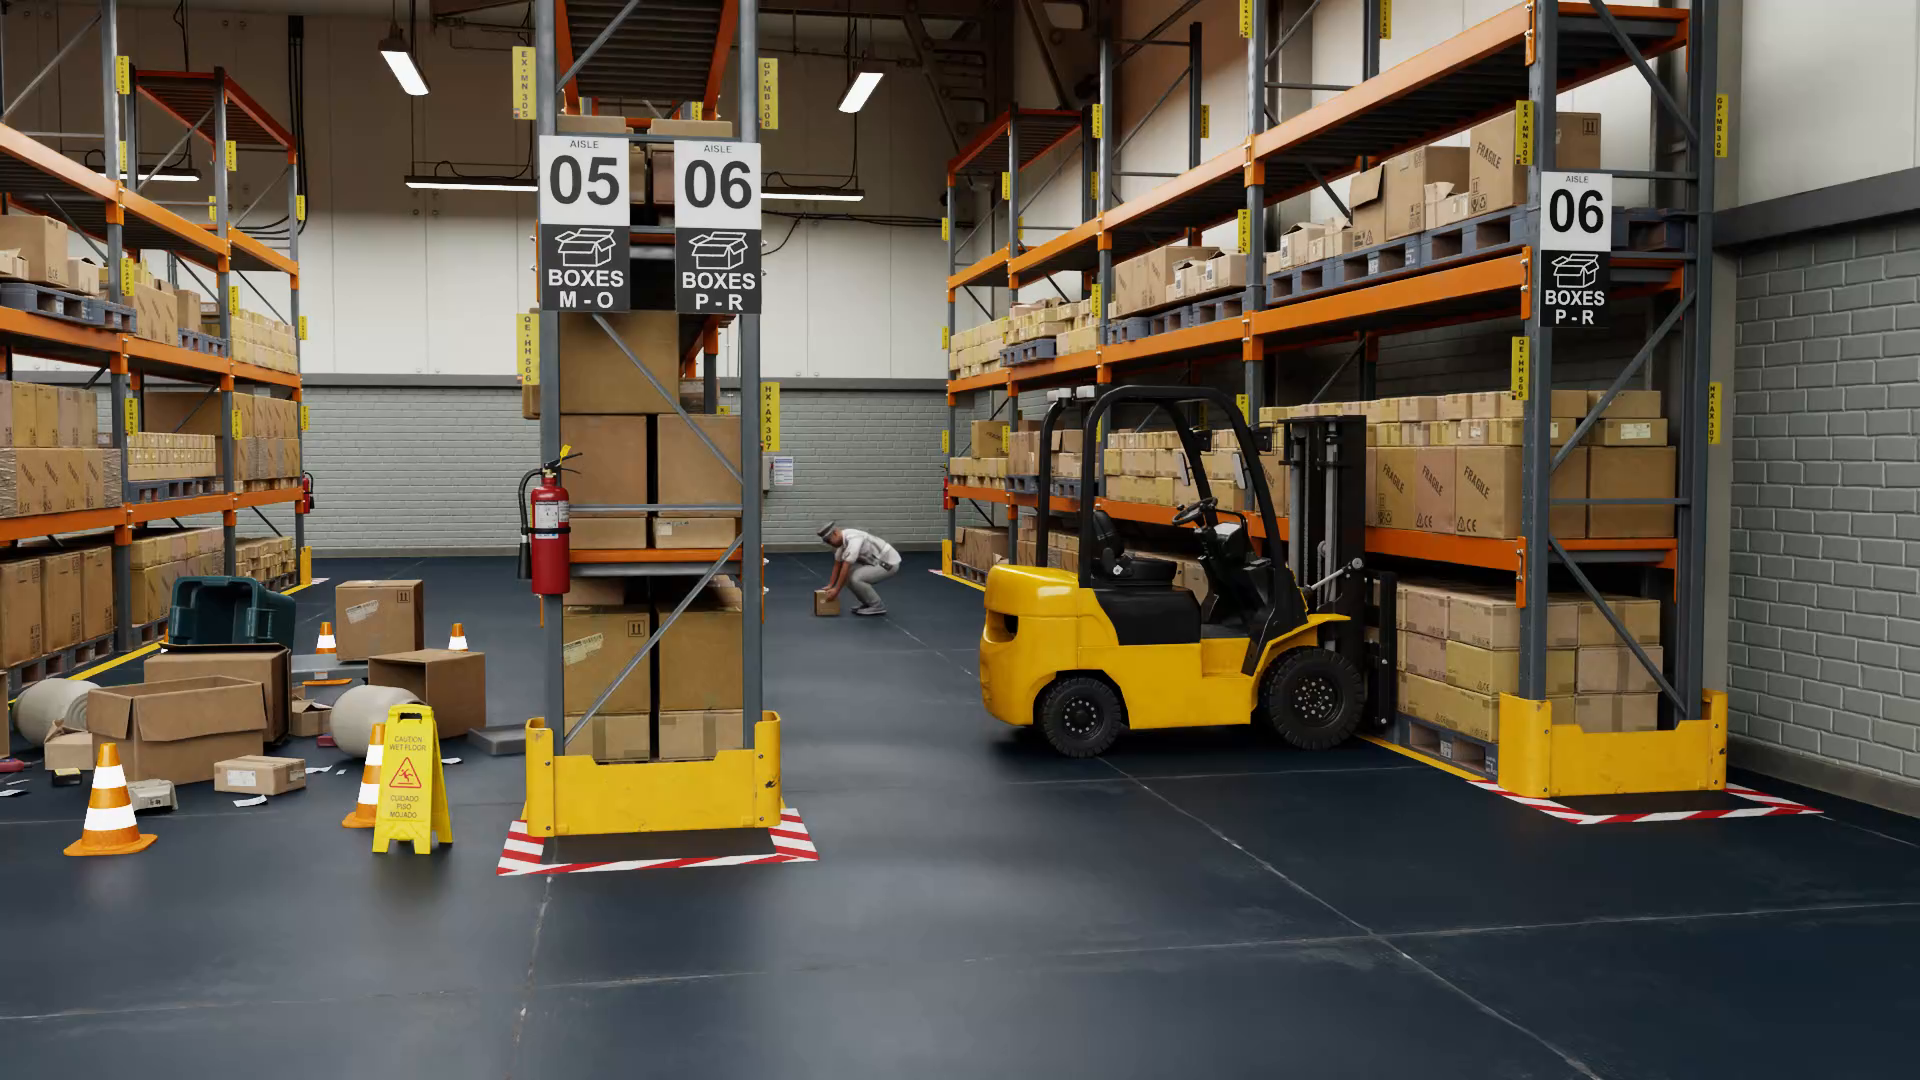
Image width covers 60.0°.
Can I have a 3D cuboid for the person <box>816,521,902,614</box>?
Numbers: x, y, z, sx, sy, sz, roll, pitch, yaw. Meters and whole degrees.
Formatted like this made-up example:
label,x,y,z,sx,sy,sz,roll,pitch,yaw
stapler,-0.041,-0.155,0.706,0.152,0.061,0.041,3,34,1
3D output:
label,x,y,z,sx,sy,sz,roll,pitch,yaw
person,-1.111,0.301,18.252,0.943,1.030,0.562,-1,3,-12
